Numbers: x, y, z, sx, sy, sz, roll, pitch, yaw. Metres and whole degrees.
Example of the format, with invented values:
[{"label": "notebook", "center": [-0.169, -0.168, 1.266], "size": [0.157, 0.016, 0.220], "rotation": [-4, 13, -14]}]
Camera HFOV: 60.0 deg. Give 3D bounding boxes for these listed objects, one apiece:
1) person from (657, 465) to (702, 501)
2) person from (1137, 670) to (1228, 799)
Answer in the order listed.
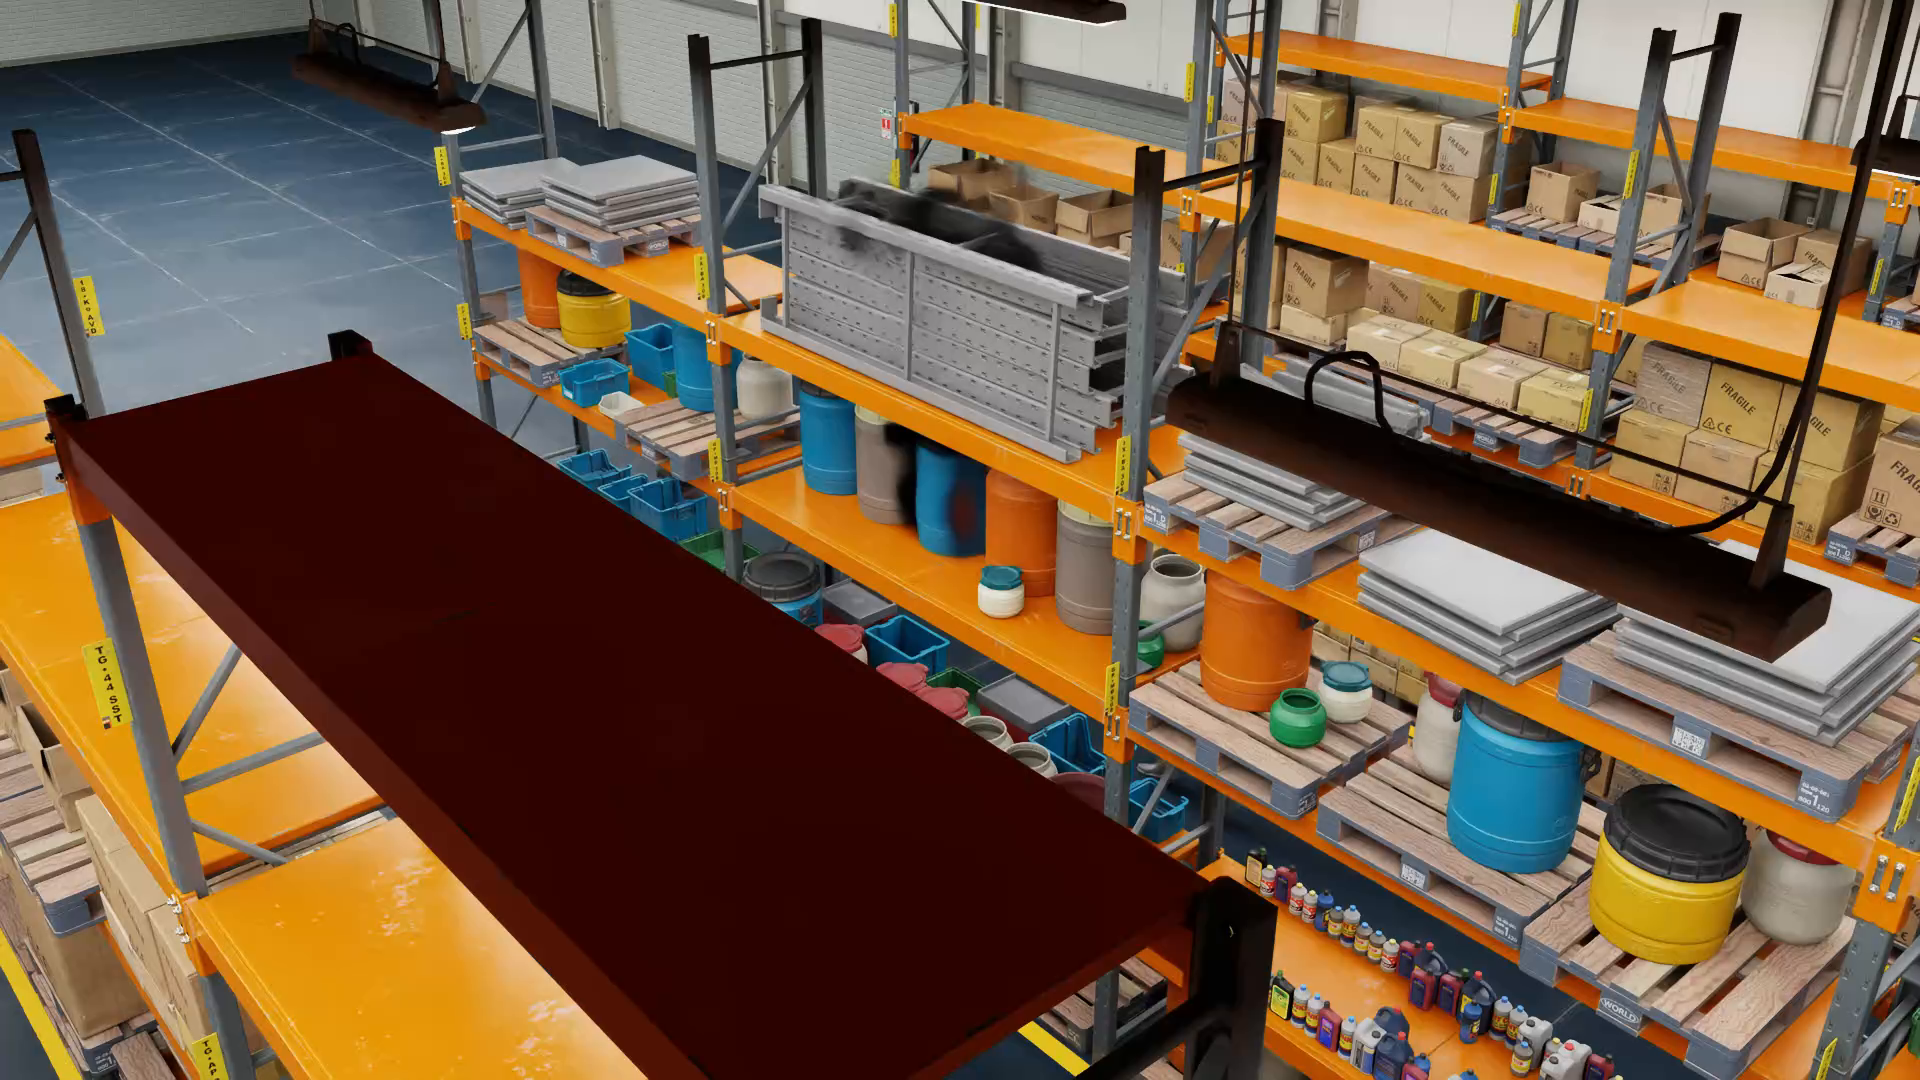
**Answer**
[{"label": "person", "center": [-2.785, -0.483, 16.650], "size": [0.681, 1.750, 0.922], "rotation": [-22, 34, -37]}, {"label": "person", "center": [1.820, 1.279, 13.110], "size": [0.954, 1.713, 0.663], "rotation": [22, 35, 37]}]
